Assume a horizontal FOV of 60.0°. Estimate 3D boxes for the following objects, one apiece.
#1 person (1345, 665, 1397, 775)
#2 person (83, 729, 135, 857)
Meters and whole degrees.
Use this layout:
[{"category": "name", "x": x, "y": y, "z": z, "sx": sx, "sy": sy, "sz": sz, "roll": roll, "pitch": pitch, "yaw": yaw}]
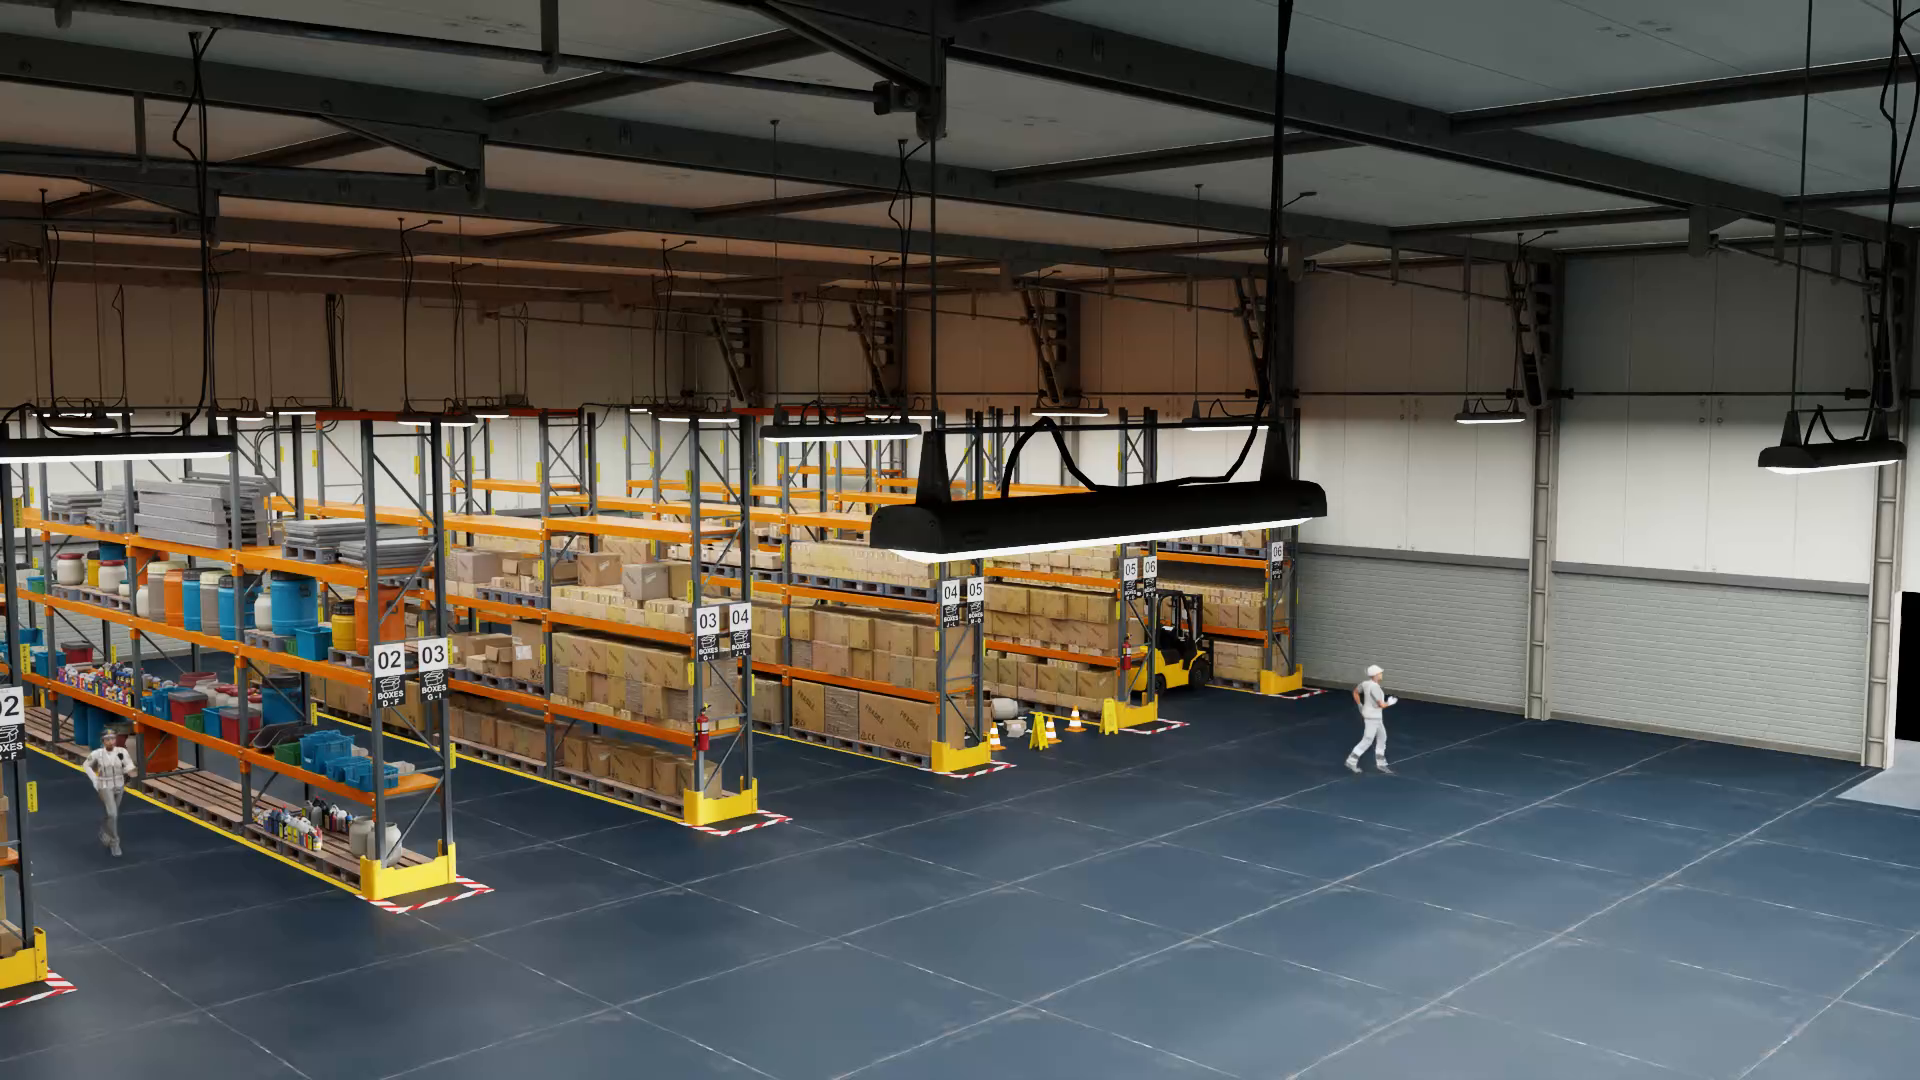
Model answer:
[{"category": "person", "x": 6.799, "y": 2.990, "z": 27.511, "sx": 0.836, "sy": 1.846, "sz": 0.662, "roll": 0, "pitch": 5, "yaw": 4}, {"category": "person", "x": -11.727, "y": 3.462, "z": 22.999, "sx": 0.760, "sy": 1.749, "sz": 0.584, "roll": 4, "pitch": 7, "yaw": 40}]
